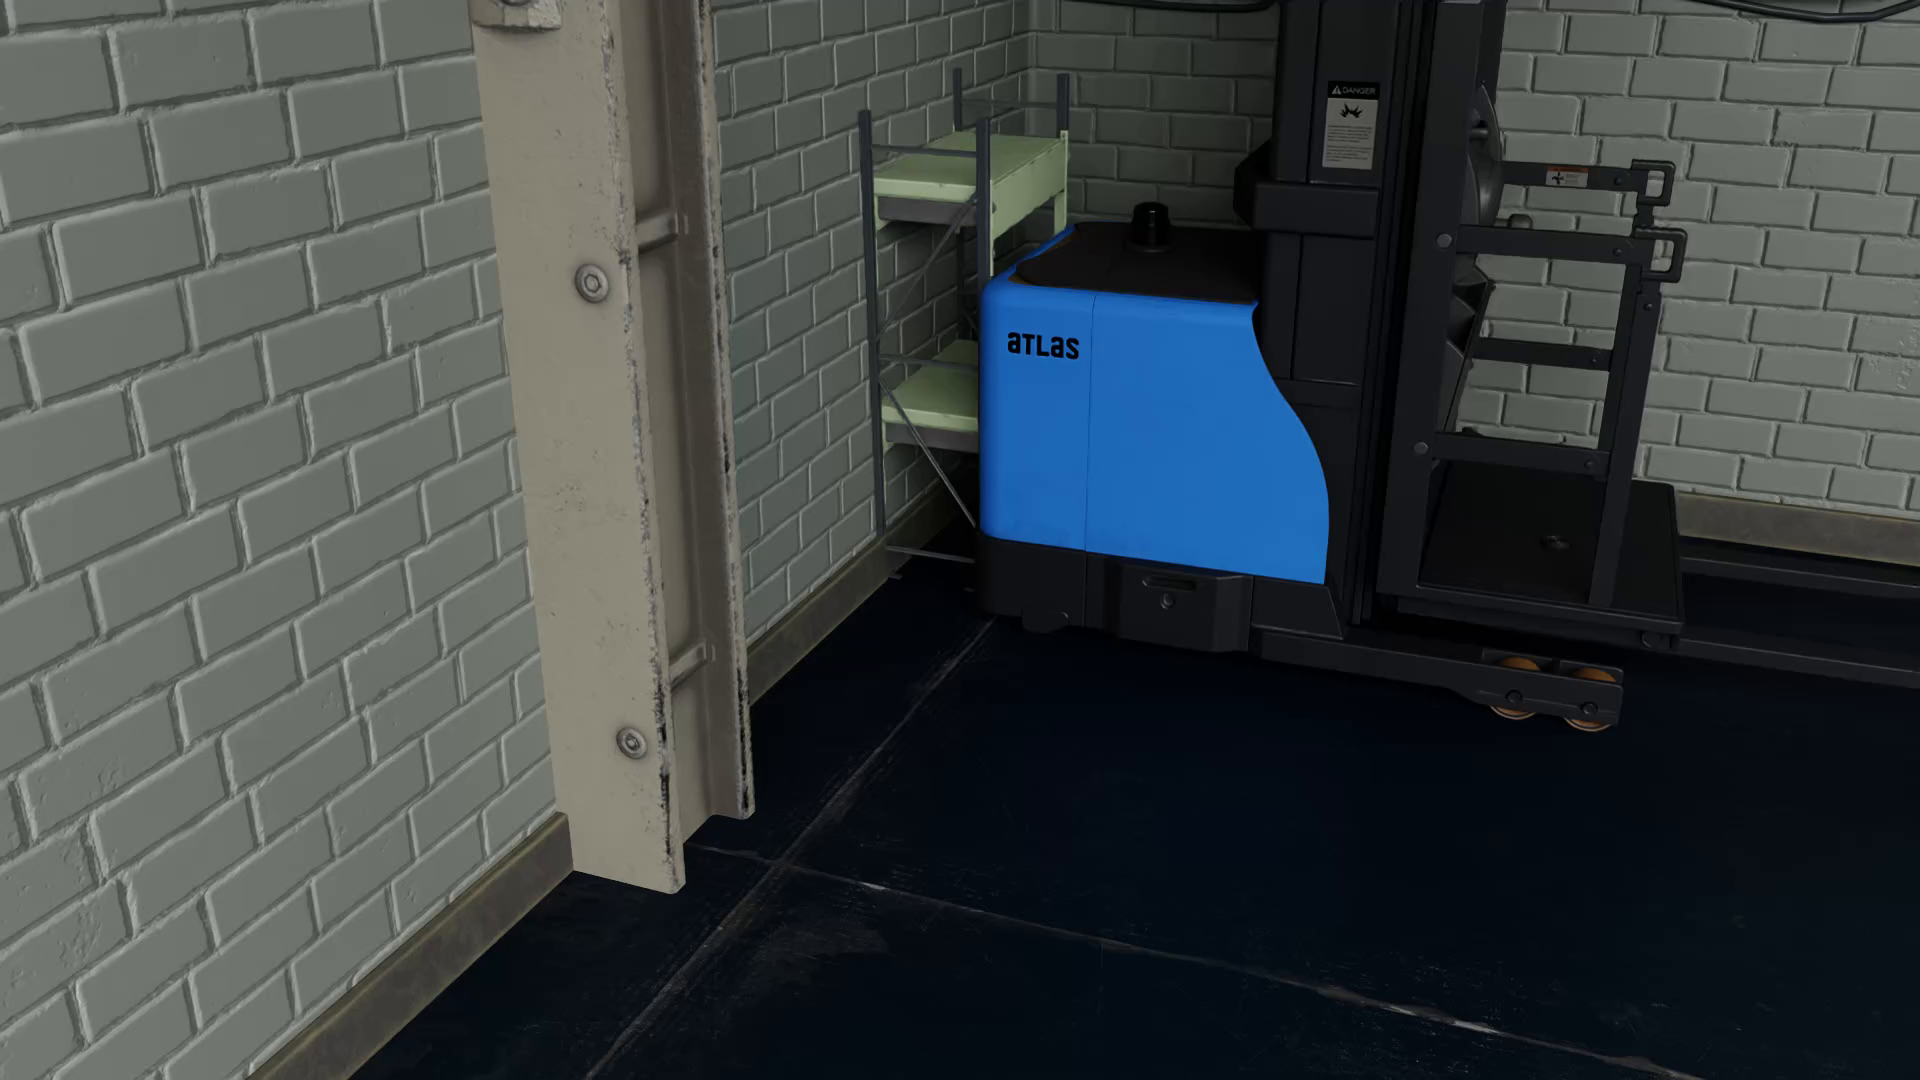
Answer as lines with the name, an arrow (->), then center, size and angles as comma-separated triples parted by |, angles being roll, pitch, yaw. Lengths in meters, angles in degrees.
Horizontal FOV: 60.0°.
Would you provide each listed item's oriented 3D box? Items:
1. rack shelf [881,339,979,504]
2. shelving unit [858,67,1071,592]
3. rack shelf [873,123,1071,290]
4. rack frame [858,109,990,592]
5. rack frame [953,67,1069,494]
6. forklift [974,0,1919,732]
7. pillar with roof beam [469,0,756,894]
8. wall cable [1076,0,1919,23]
rack shelf -> 0.039, -0.391, 5.509 | 0.431, 0.370, 0.720 | 9, 27, 19
shelving unit -> 0.035, -0.685, 5.369 | 0.431, 1.500, 0.755 | 9, 27, 19
rack shelf -> 0.030, -1.037, 5.201 | 0.431, 0.370, 0.720 | 9, 27, 19
rack frame -> -0.097, -0.536, 5.062 | 0.400, 1.500, 0.023 | 9, 27, 19
rack frame -> 0.167, -0.834, 5.676 | 0.400, 1.500, 0.023 | 9, 27, 19
forklift -> 1.616, -1.065, 4.497 | 3.031, 2.935, 1.130 | 8, 24, 18
pillar with roof beam -> 3.274, -2.817, 0.819 | 9.100, 9.000, 0.400 | 9, 24, 20
wall cable -> 1.599, -2.866, 4.964 | 3.097, 2.526, 0.112 | 9, 24, 20
